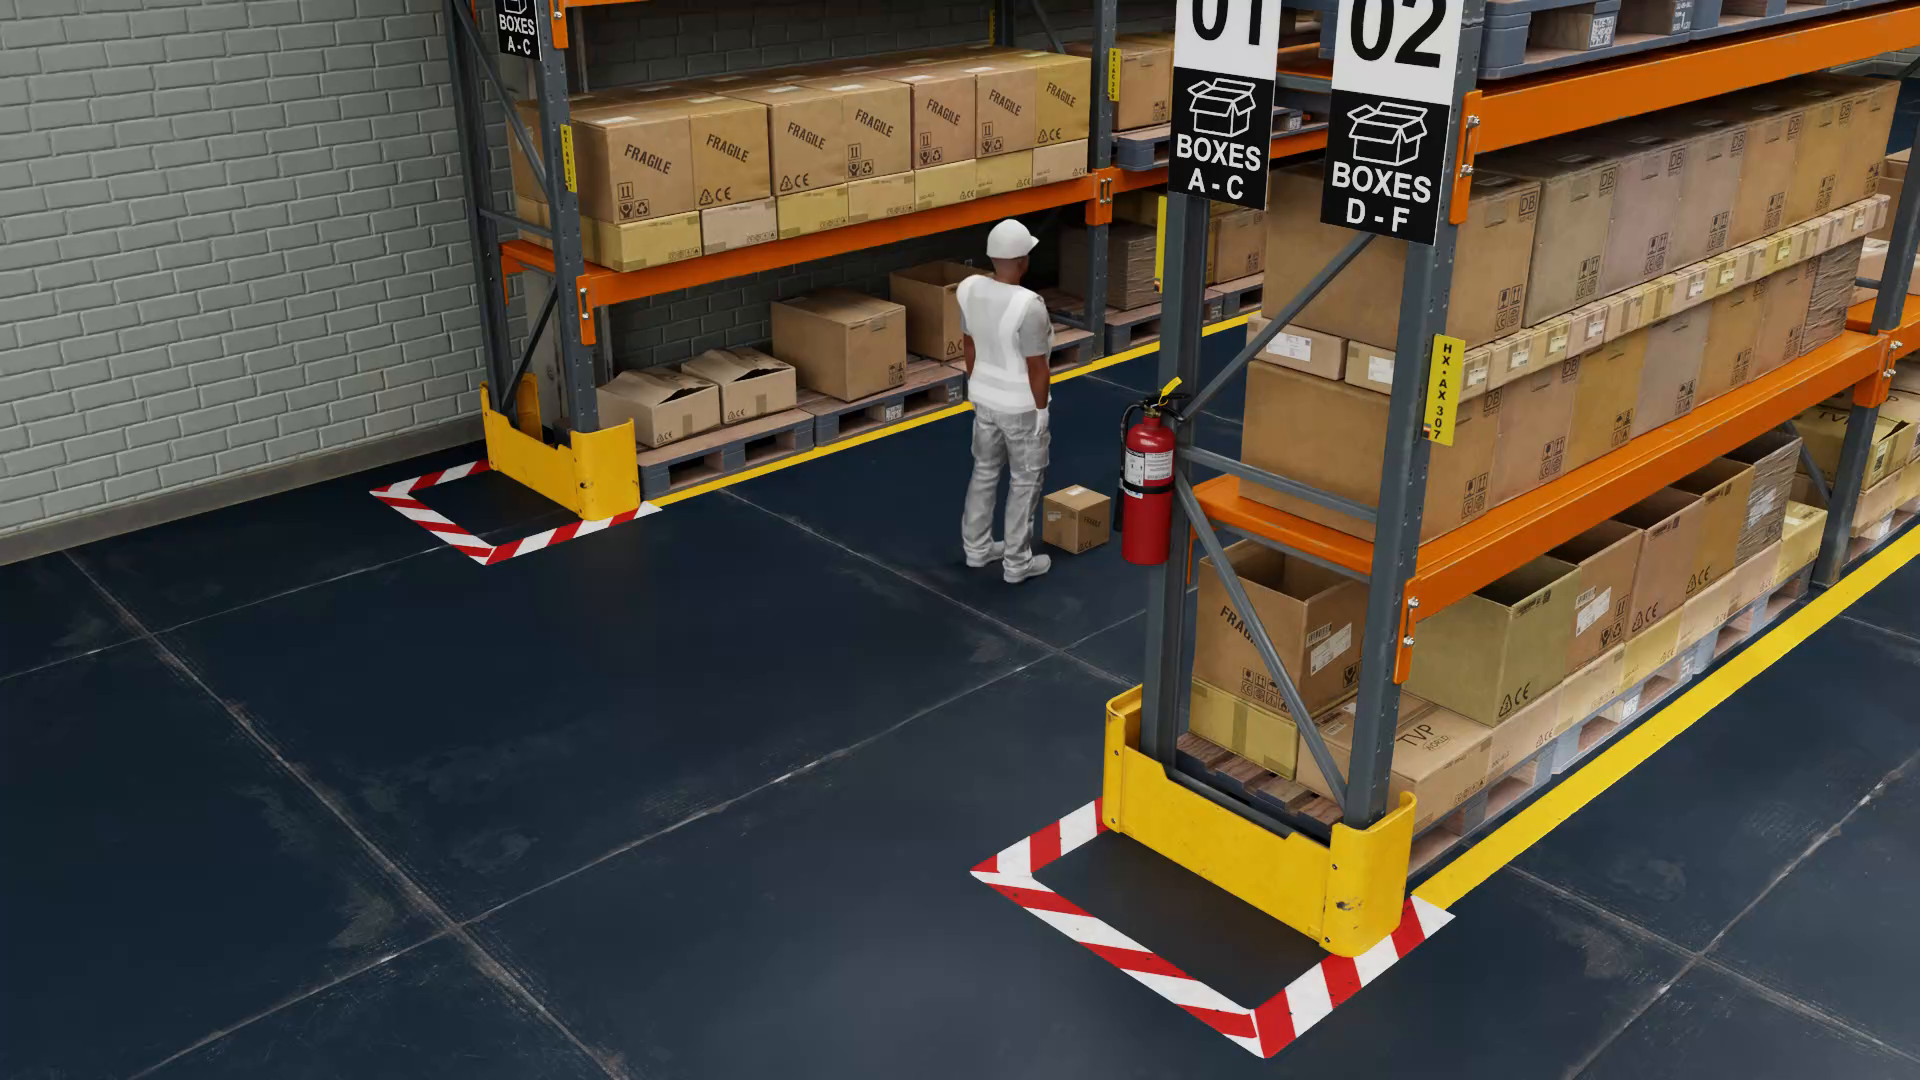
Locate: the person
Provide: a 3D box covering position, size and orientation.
[{"bbox_3d":[0.239,-0.673,8.086,0.357,1.788,0.547,-20,31,-37],"label":"person"}]
